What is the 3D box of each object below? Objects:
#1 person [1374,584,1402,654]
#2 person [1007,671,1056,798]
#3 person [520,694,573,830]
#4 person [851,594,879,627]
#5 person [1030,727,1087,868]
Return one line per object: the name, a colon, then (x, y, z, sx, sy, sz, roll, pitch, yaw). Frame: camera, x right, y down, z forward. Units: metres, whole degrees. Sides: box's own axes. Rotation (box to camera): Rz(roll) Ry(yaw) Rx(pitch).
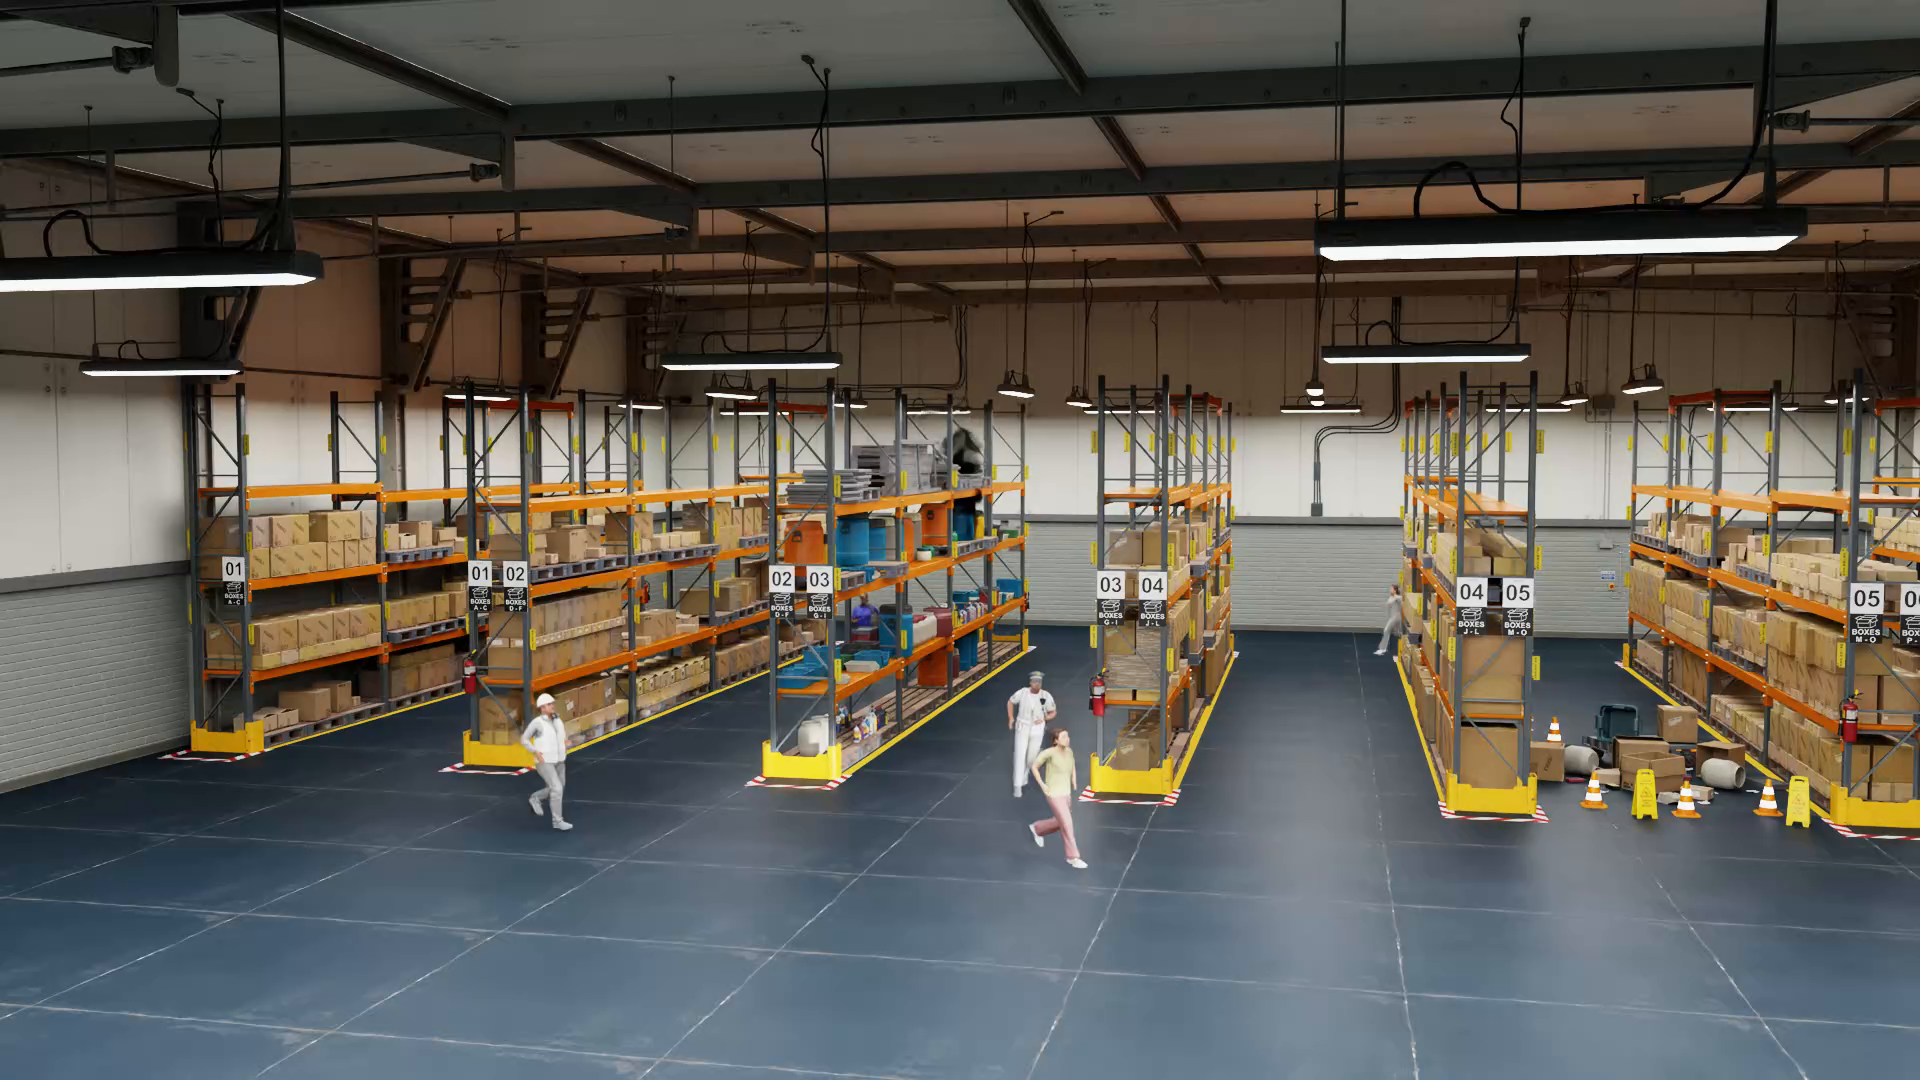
person: (10.344, 1.885, 39.643, 0.975, 1.664, 0.590, 0, 3, -4)
person: (1.037, 2.776, 23.990, 0.707, 1.802, 0.897, 0, 3, 1)
person: (-5.389, 2.885, 21.752, 0.860, 1.745, 0.669, 2, 4, 31)
person: (-1.956, 1.937, 33.740, 0.575, 1.708, 0.842, 1, 3, 9)
person: (1.146, 3.049, 19.913, 0.603, 1.655, 0.893, -3, 4, -40)
